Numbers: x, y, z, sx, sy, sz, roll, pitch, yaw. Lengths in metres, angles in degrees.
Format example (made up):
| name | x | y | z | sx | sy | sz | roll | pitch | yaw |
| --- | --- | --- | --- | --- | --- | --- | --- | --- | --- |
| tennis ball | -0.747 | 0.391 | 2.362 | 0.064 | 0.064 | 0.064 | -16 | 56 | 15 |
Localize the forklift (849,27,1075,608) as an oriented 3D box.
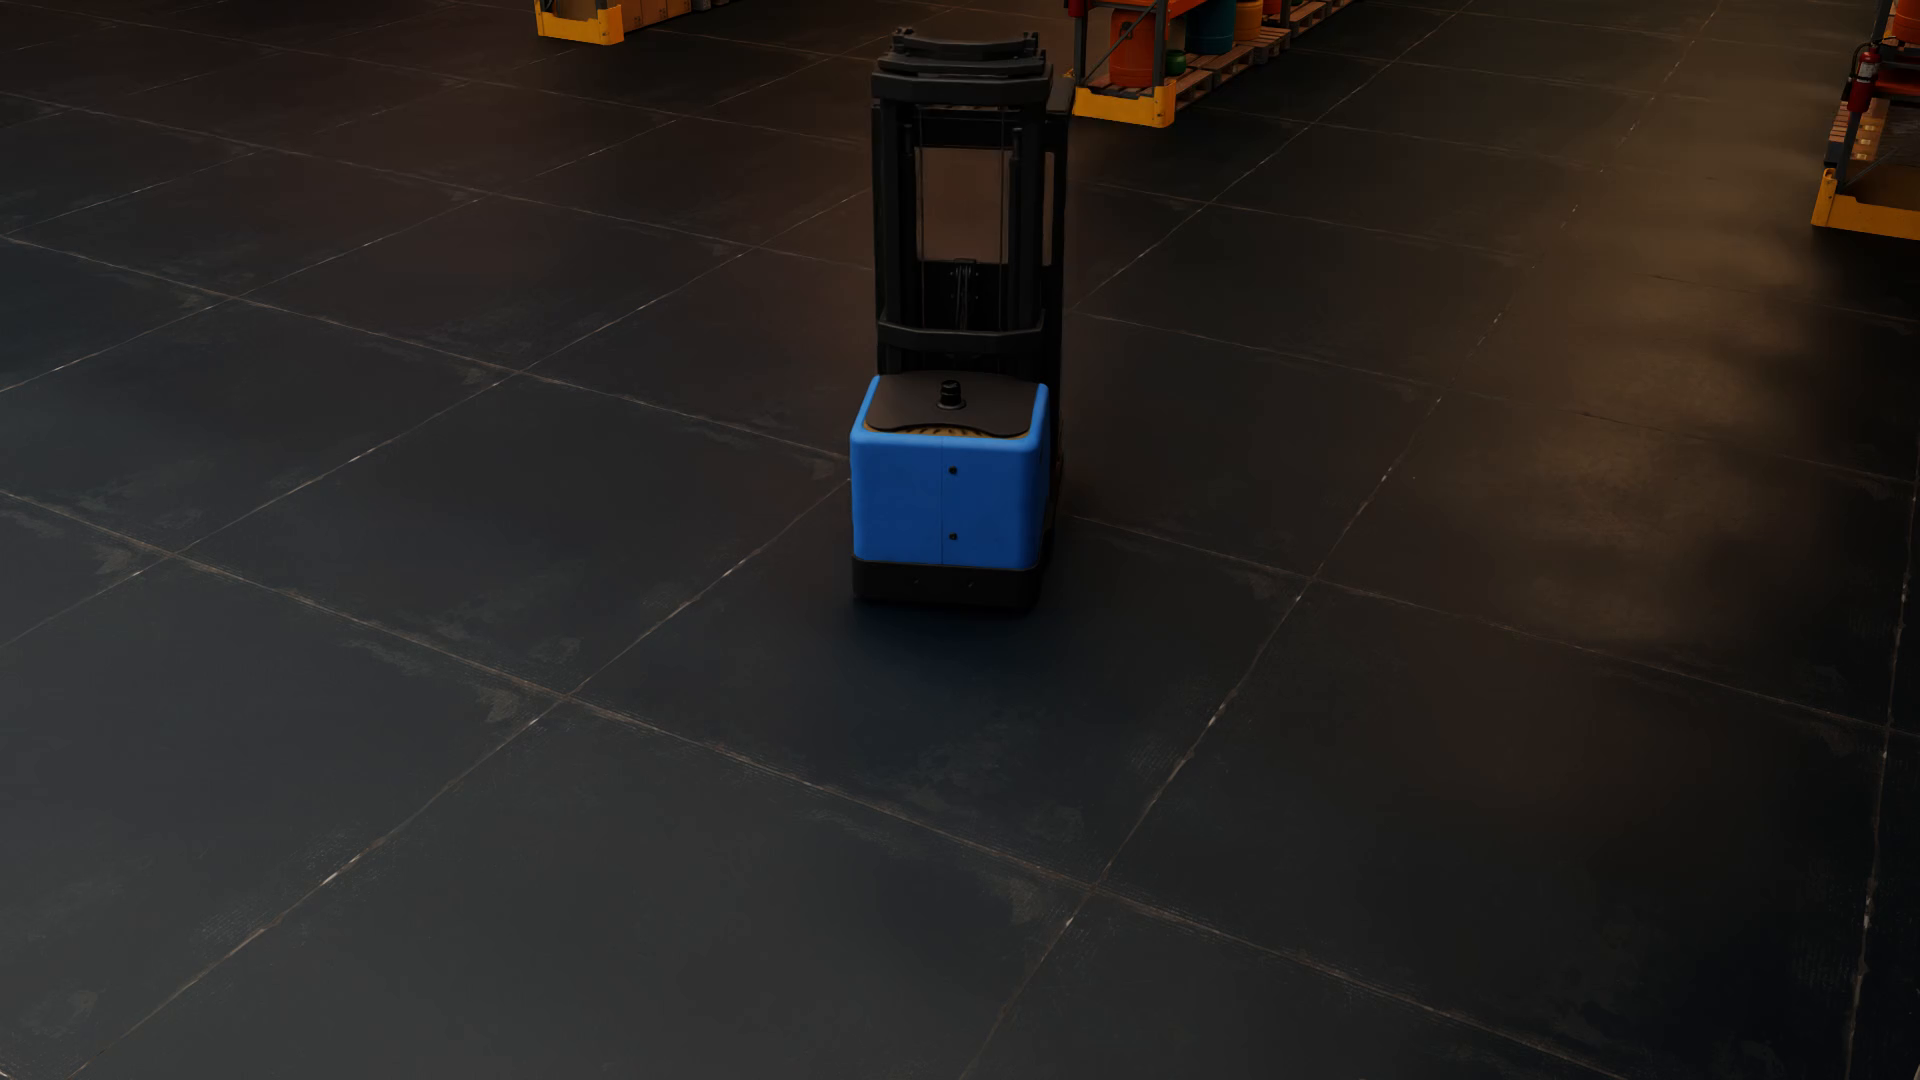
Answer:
| name | x | y | z | sx | sy | sz | roll | pitch | yaw |
| --- | --- | --- | --- | --- | --- | --- | --- | --- | --- |
| forklift | 0.081 | -1.609 | 9.858 | 1.130 | 2.935 | 3.031 | 3 | 30 | 6 |
